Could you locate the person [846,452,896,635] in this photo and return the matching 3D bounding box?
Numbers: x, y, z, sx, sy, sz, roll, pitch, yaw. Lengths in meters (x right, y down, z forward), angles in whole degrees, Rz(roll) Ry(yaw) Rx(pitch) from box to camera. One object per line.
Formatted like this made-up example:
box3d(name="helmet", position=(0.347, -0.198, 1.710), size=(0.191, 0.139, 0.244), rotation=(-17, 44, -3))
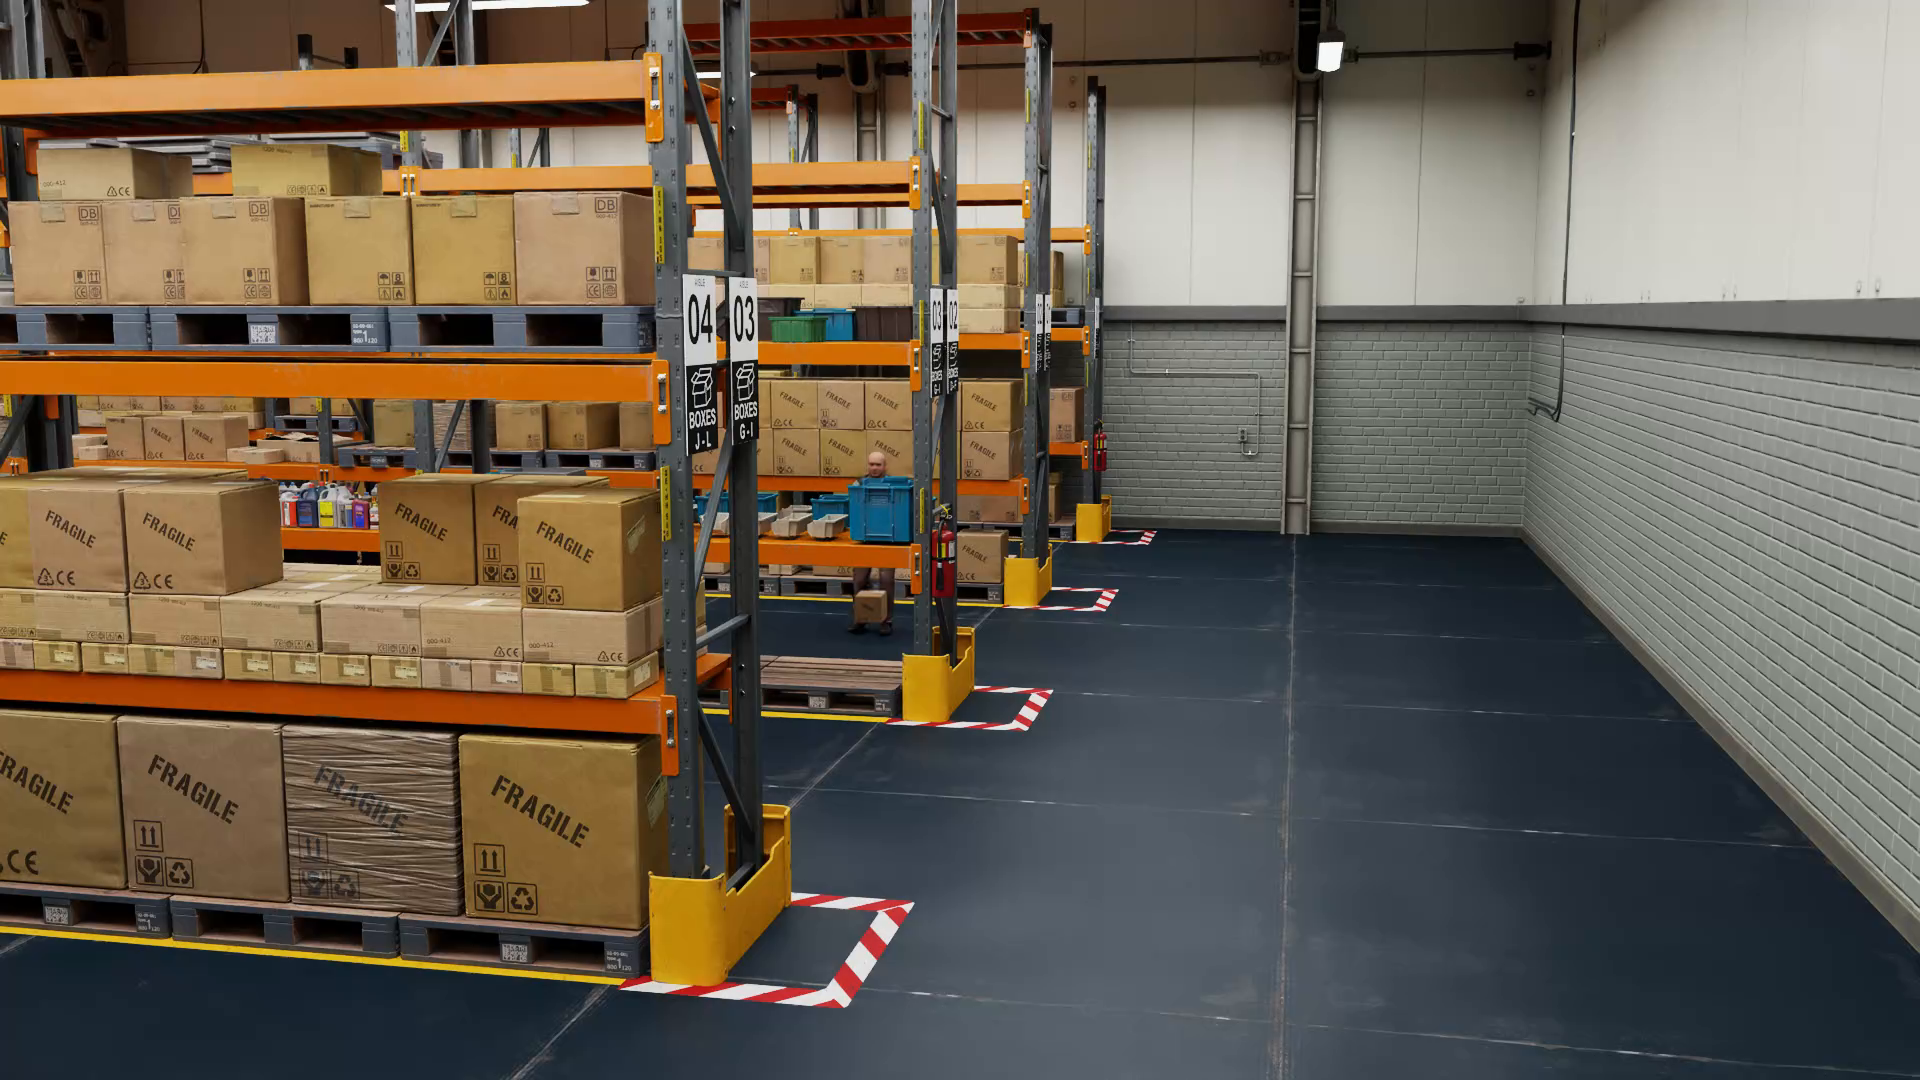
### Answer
box3d(name="person", position=(-0.790, 0.020, 15.748), size=(0.566, 1.723, 0.473), rotation=(1, 8, 9))
